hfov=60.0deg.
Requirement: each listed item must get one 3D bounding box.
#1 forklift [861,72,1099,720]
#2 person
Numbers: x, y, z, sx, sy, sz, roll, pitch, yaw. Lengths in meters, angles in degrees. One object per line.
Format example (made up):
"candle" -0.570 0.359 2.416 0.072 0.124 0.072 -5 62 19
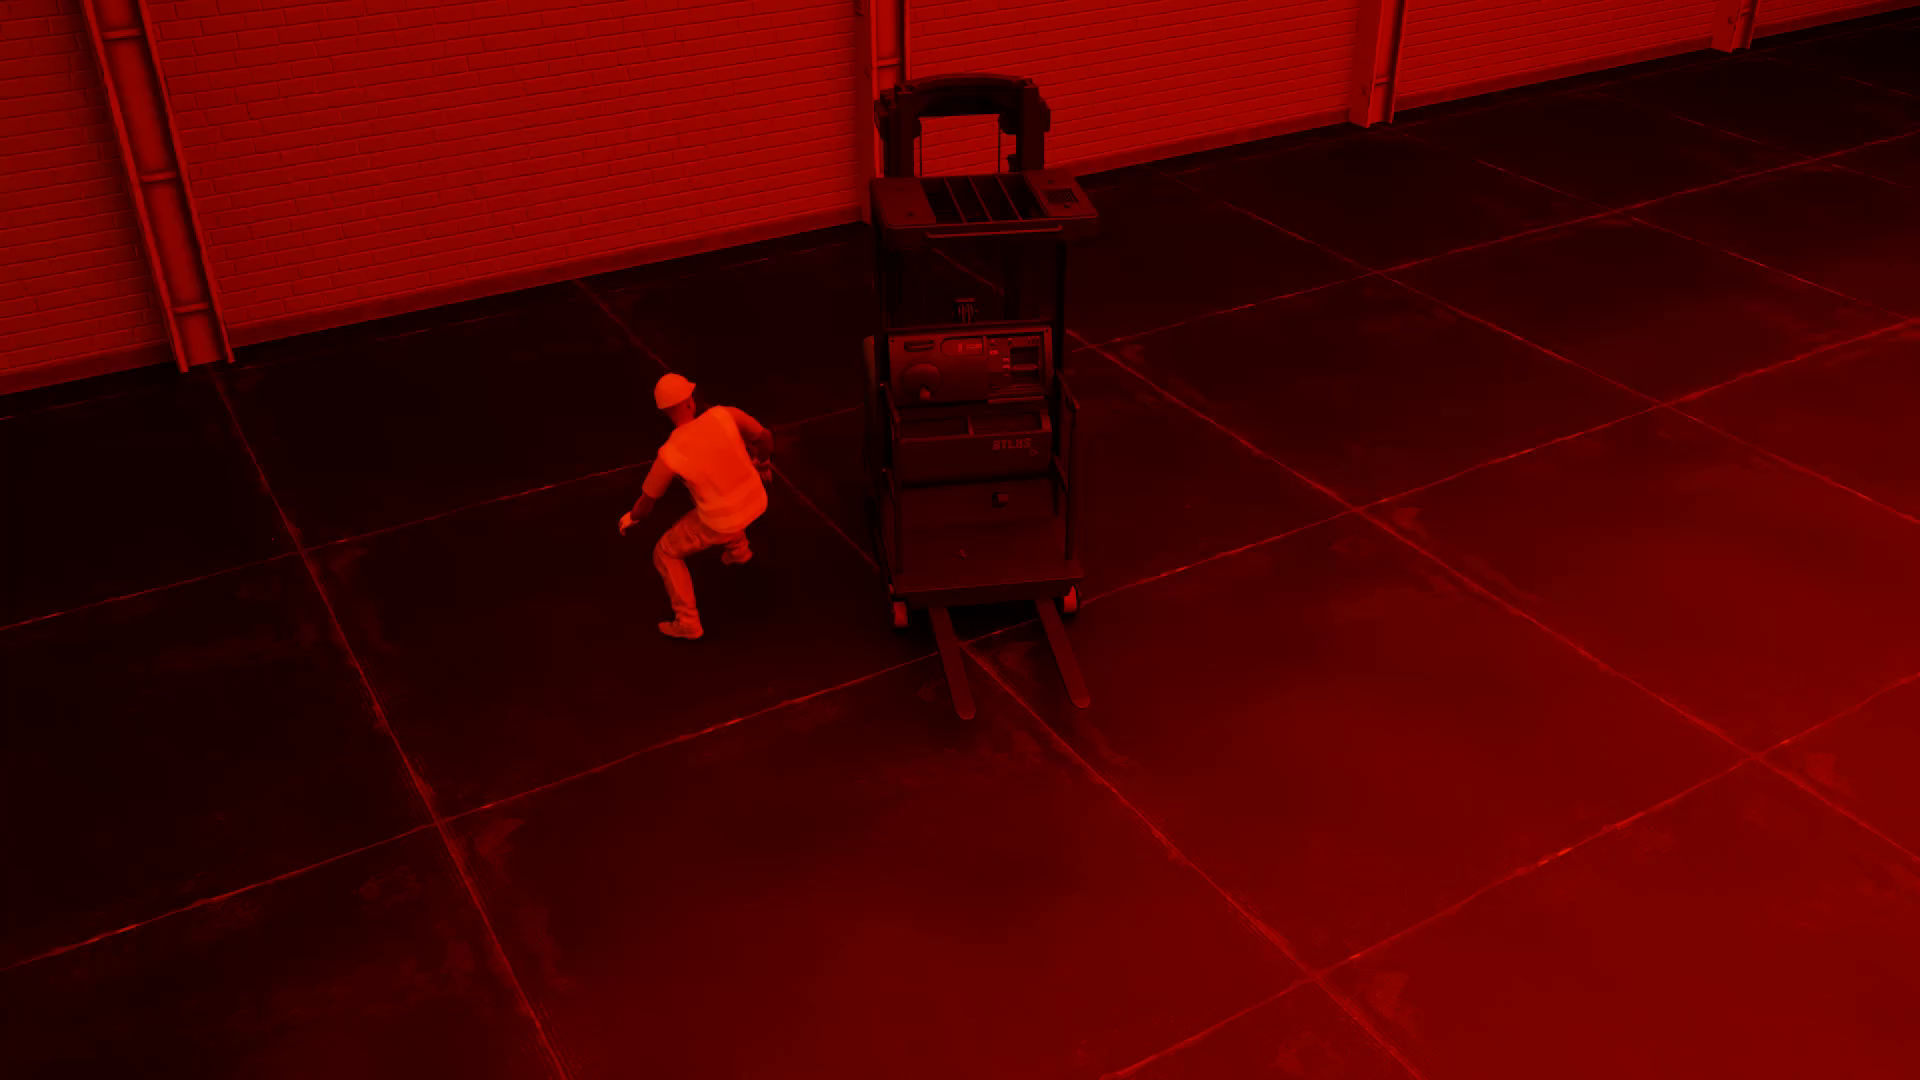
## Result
"forklift" 0.099 -0.941 9.218 1.130 2.935 3.031 -5 31 -8
"person" -1.470 -0.258 9.491 0.699 1.536 0.826 23 38 33
